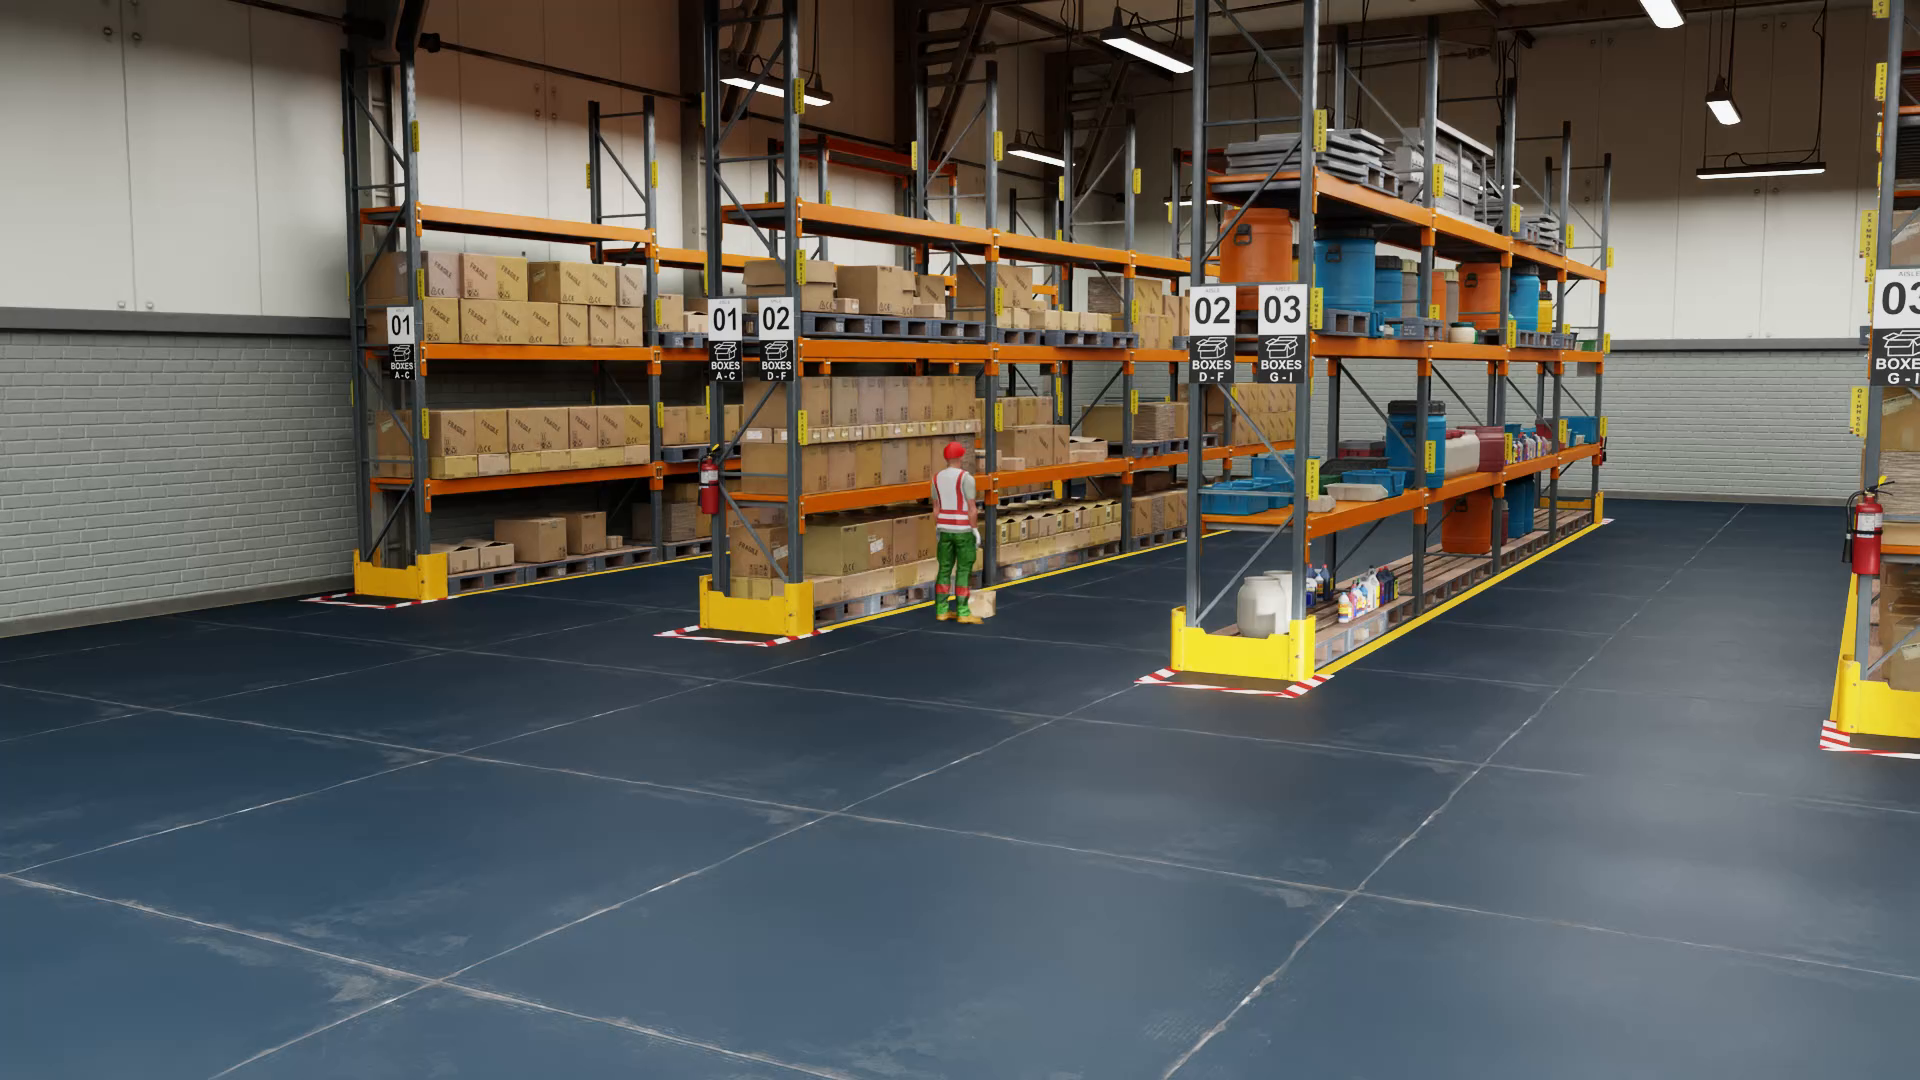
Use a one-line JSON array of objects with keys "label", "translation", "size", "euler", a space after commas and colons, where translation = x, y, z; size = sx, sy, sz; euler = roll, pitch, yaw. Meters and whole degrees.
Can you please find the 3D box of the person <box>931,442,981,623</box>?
[{"label": "person", "translation": [-0.031, -0.080, 16.583], "size": [0.556, 1.808, 0.337], "euler": [4, 7, 36]}]
